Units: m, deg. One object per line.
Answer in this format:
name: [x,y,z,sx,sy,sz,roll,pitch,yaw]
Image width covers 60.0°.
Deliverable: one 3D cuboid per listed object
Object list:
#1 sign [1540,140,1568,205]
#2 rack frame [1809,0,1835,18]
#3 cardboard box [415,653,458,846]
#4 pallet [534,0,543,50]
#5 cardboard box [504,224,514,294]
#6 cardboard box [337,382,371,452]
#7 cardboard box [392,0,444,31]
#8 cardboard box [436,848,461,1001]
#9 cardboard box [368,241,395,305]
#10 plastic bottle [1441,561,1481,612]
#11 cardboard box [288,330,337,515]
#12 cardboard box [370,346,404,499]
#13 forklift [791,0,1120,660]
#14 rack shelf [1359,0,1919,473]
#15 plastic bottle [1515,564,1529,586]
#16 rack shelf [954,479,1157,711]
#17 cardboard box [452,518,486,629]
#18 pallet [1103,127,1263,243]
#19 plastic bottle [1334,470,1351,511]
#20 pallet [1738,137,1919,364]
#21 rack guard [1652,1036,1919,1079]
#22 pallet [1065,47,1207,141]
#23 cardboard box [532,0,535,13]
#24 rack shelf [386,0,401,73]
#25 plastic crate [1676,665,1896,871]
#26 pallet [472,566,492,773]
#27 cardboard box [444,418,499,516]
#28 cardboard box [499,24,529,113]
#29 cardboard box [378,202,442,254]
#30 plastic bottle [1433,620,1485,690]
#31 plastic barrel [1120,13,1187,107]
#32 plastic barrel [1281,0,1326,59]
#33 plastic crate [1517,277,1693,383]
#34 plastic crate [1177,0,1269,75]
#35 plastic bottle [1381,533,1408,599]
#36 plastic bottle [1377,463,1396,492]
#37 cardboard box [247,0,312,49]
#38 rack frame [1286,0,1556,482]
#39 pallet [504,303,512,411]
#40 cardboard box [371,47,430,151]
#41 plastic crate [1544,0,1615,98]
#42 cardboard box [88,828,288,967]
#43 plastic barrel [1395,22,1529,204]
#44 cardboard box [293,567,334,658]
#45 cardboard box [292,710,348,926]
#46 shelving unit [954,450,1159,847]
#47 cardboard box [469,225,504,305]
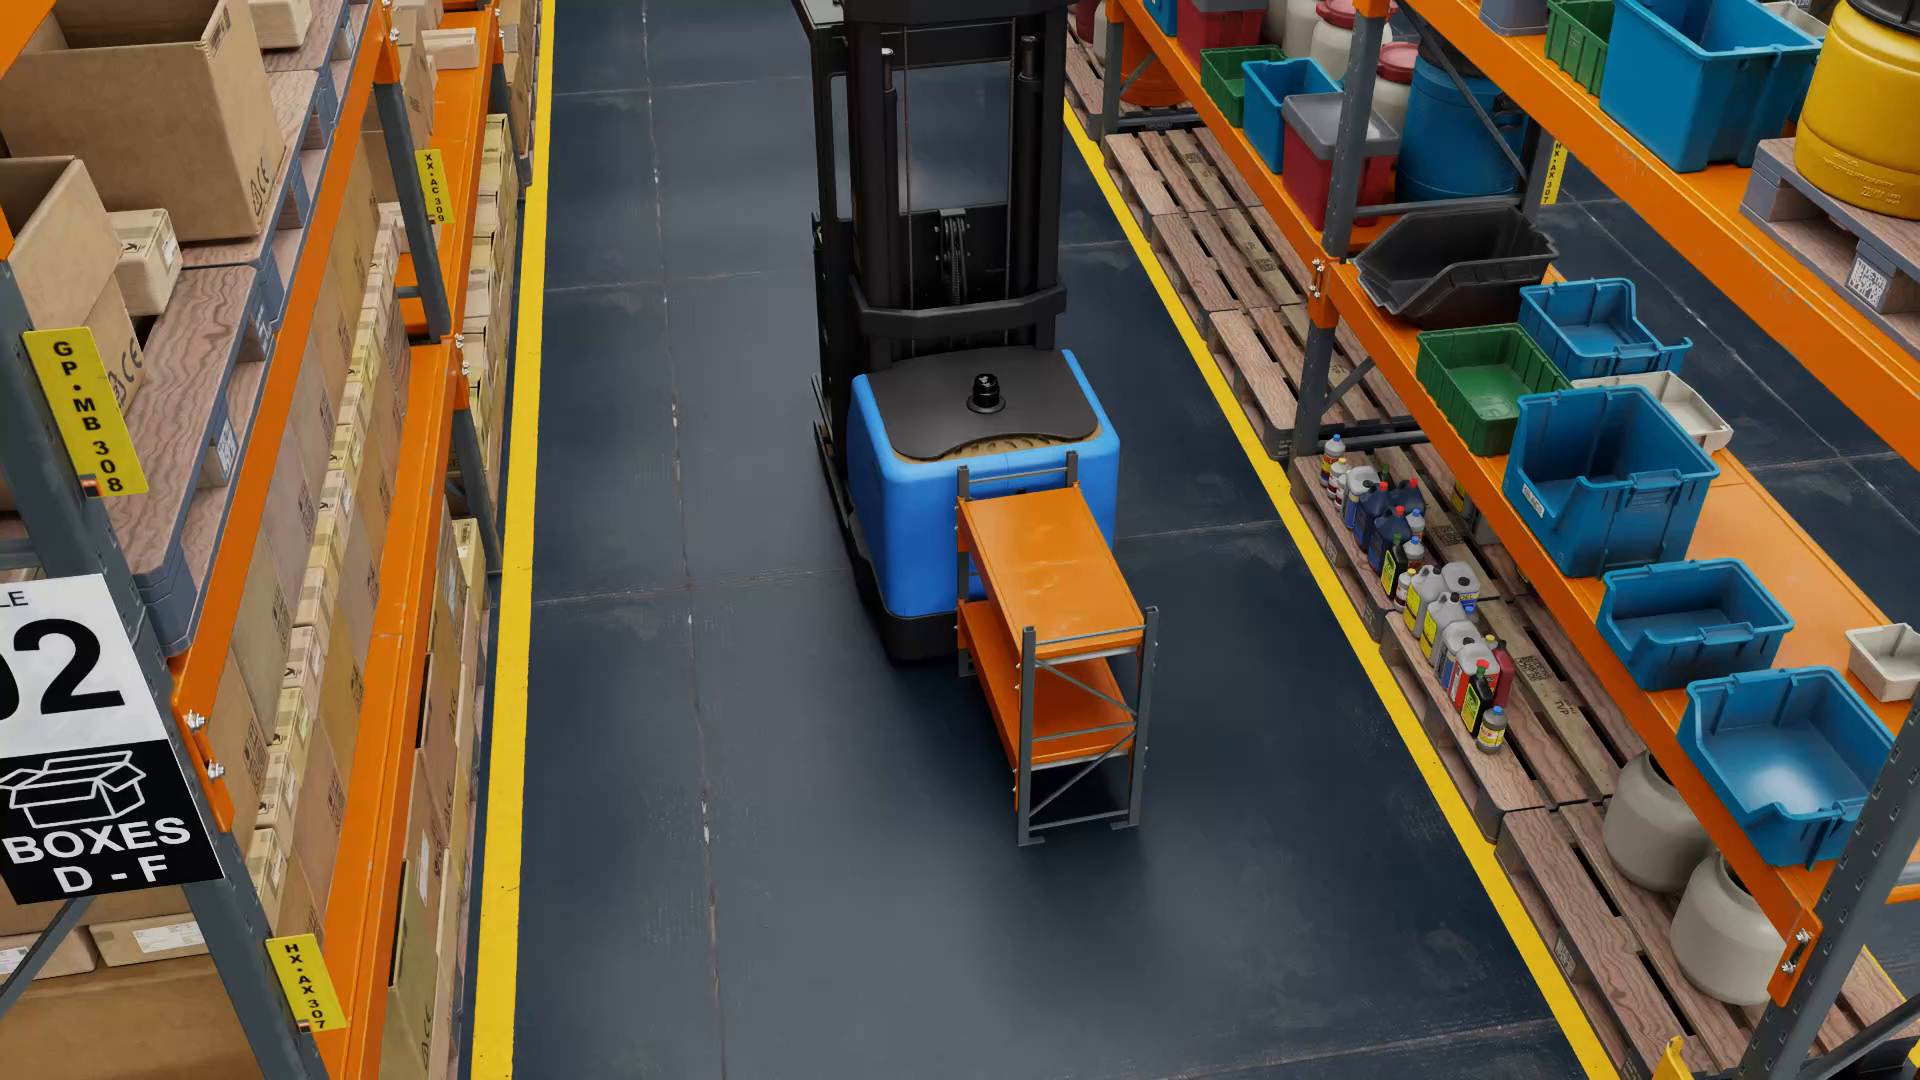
sign: [2.731,-1.697,7.664,0.100,0.325,0.005,-6,38,-8]
rack frame: [6.363,-4.484,11.477,1.000,3.000,0.127,-6,38,-8]
cardboard box: [-2.124,0.781,5.988,0.500,0.500,0.500,-6,38,-8]
pallet: [-3.912,-4.249,13.447,1.003,0.211,1.213,-6,38,-8]
cardboard box: [-2.879,-1.594,9.656,0.500,0.250,0.500,-5,38,-7]
cardboard box: [-2.210,-0.392,5.600,0.380,0.149,0.250,-5,38,-7]
cardboard box: [-3.370,-3.161,9.847,0.500,0.311,0.500,-4,38,-5]
cardboard box: [-2.042,1.379,5.828,0.500,0.250,0.500,-6,38,-8]
cardboard box: [-2.390,-1.010,6.395,0.380,0.149,0.250,-7,38,-9]
plastic bottle: [2.170,0.238,7.260,0.152,0.276,0.135,-6,38,-8]
cardboard box: [-2.341,-0.380,5.055,0.700,0.500,0.500,-6,38,-8]
cardboard box: [-2.507,-0.459,6.215,0.700,0.500,0.500,-7,38,-8]
forklift: [-0.143,-1.534,7.735,1.130,2.935,3.031,-8,39,-10]
rack shelf: [2.538,-1.228,5.427,1.077,0.370,4.000,-6,38,-8]
plastic bottle: [2.578,0.059,7.485,0.061,0.283,0.133,-6,38,-8]
rack shelf: [0.352,0.192,6.508,0.538,0.278,1.000,-8,39,-10]
cardboard box: [-2.393,0.172,7.383,0.500,0.250,0.500,-6,38,-8]
pallet: [1.584,-2.378,11.039,1.003,0.211,1.213,-6,38,-8]
plastic bottle: [1.848,-0.242,7.938,0.097,0.201,0.097,0,38,0]
pallet: [2.840,-0.740,4.366,1.003,0.211,1.213,-6,38,-8]
rack guard: [2.829,1.827,5.391,1.175,0.500,0.348,-6,38,-8]
pallet: [1.307,-3.322,12.254,1.003,0.211,1.213,-6,38,-8]
cardboard box: [-3.645,-4.457,13.121,0.500,0.500,0.500,-6,38,-8]
rack shelf: [-3.040,-3.114,7.854,1.077,0.370,4.000,-6,38,-8]
plastic crate: [2.507,0.669,4.965,0.499,0.251,0.616,-6,38,-8]
pallet: [-2.591,0.581,7.230,1.003,0.211,1.213,-6,38,-8]
cardboard box: [-2.516,-0.355,8.061,0.500,0.250,0.500,-7,38,-9]
cardboard box: [-3.287,-3.229,11.540,0.500,0.500,0.500,-8,38,-10]
cardboard box: [-2.644,-1.463,7.793,0.380,0.149,0.250,-6,38,-8]
plastic bottle: [2.094,0.481,6.947,0.152,0.276,0.135,-7,38,-9]
plastic barrel: [1.384,-3.554,11.706,0.600,0.830,0.708,-6,38,-8]
plastic barrel: [2.031,-2.895,9.321,0.433,0.535,0.433,0,38,0]
plastic crate: [2.649,-0.838,6.904,0.499,0.251,0.616,-6,38,-8]
plastic crate: [1.469,-2.968,9.473,0.402,0.464,0.583,-6,38,-8]
plastic bottle: [1.942,0.114,7.414,0.061,0.283,0.133,-5,38,-6]
plastic bottle: [2.000,-0.216,7.839,0.061,0.283,0.133,-6,38,-8]
cardboard box: [-2.209,-1.612,5.084,0.380,0.149,0.250,-6,38,-8]
rack frame: [2.188,-1.536,7.682,1.000,3.000,0.127,-6,38,-8]
pallet: [-3.074,-1.083,9.372,1.003,0.211,1.213,-6,38,-8]
cardboard box: [-2.988,-2.131,8.366,0.500,0.500,0.500,-6,38,-8]
plastic crate: [2.196,-1.654,5.562,0.336,0.188,0.450,-6,38,-8]
cardboard box: [-1.845,0.855,3.994,0.380,0.149,0.250,-6,38,-8]
plastic barrel: [2.418,-1.999,7.870,0.600,0.901,0.708,-6,38,-8]
cardboard box: [-2.028,0.232,4.796,0.380,0.149,0.250,-7,38,-9]
cardboard box: [-2.154,0.771,4.630,0.700,0.500,0.500,-5,38,-7]
shelving unit: [0.352,0.424,6.688,0.538,1.125,1.048,-8,39,-10]
cardboard box: [-2.788,-1.511,9.092,0.500,0.311,0.500,-5,38,-7]
